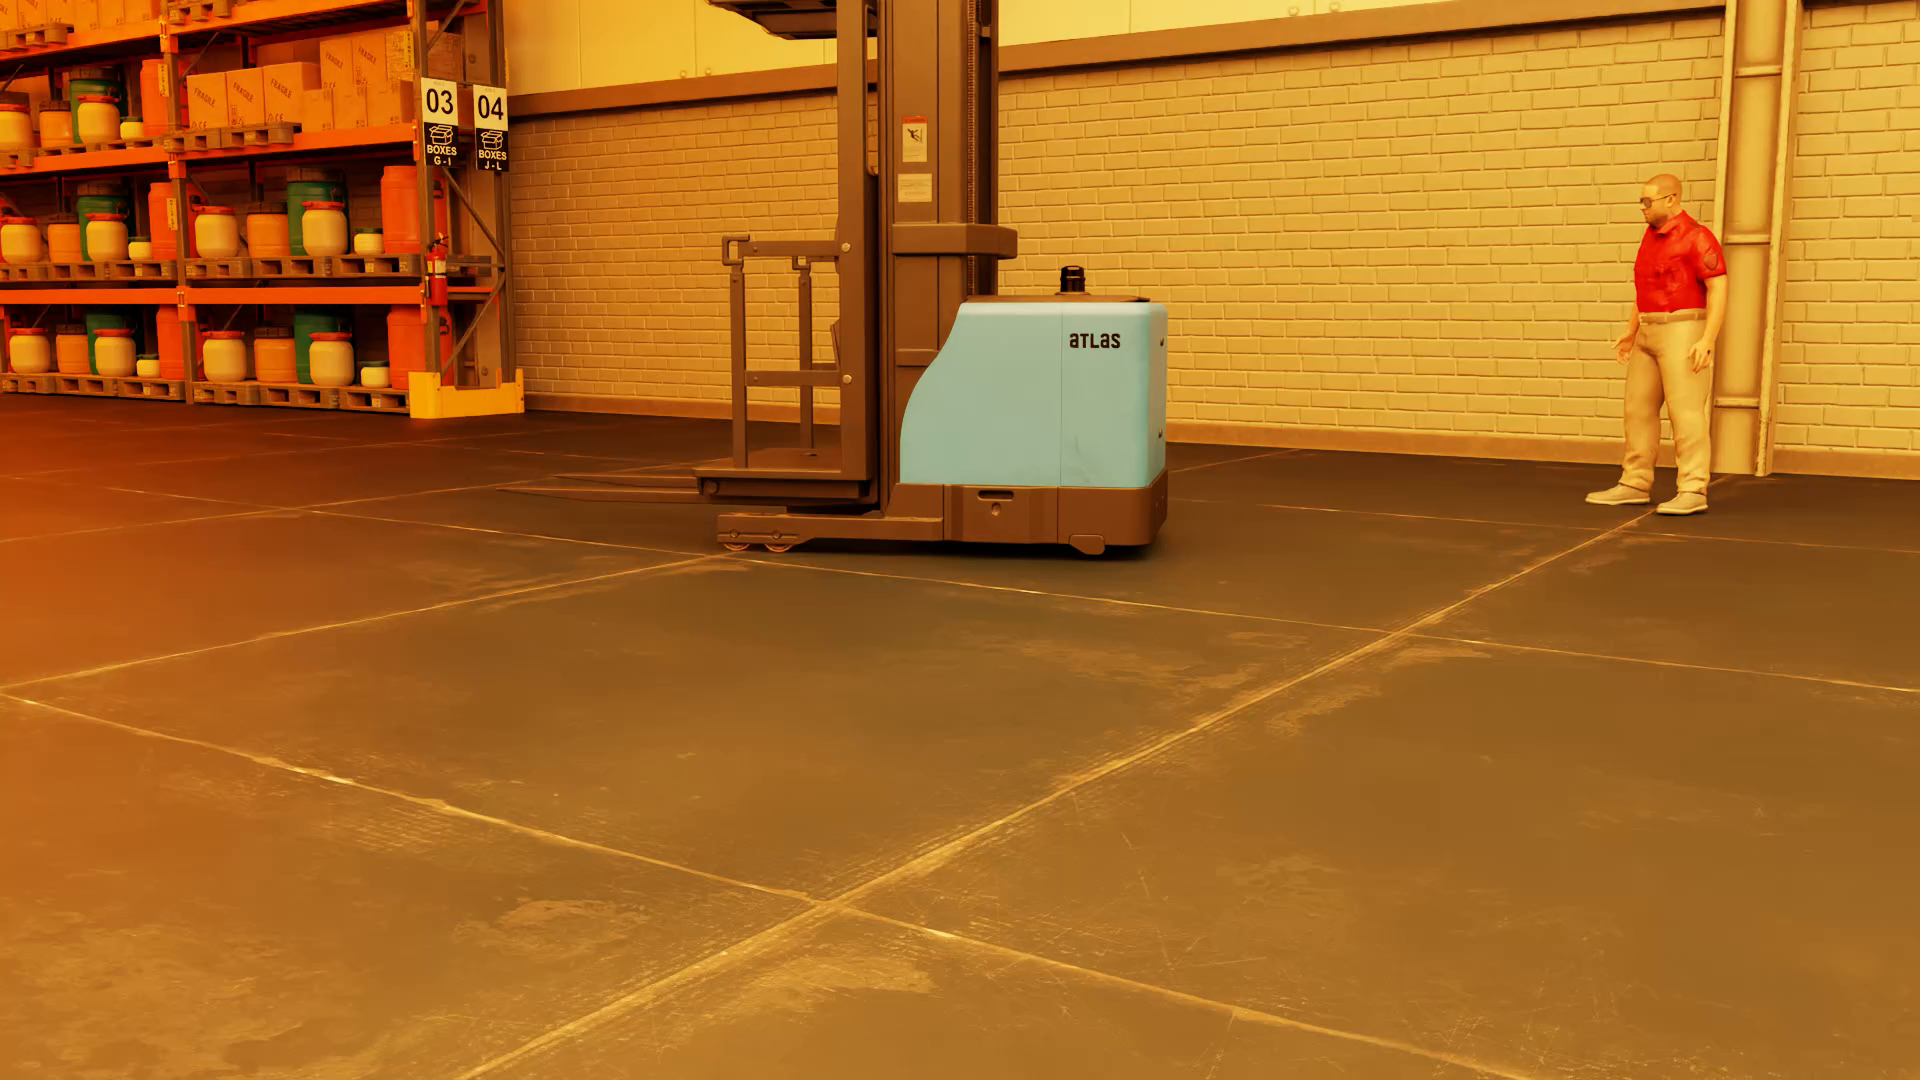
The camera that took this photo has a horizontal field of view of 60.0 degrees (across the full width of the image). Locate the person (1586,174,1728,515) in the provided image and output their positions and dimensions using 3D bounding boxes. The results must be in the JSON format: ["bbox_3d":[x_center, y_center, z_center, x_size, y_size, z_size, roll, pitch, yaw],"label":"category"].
[{"bbox_3d":[3.672,-1.023,8.671,0.453,1.733,0.677,-2,8,-13],"label":"person"}]

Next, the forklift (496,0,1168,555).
[{"bbox_3d":[-0.596,-1.469,7.520,3.031,2.935,1.130,2,8,12],"label":"forklift"}]
